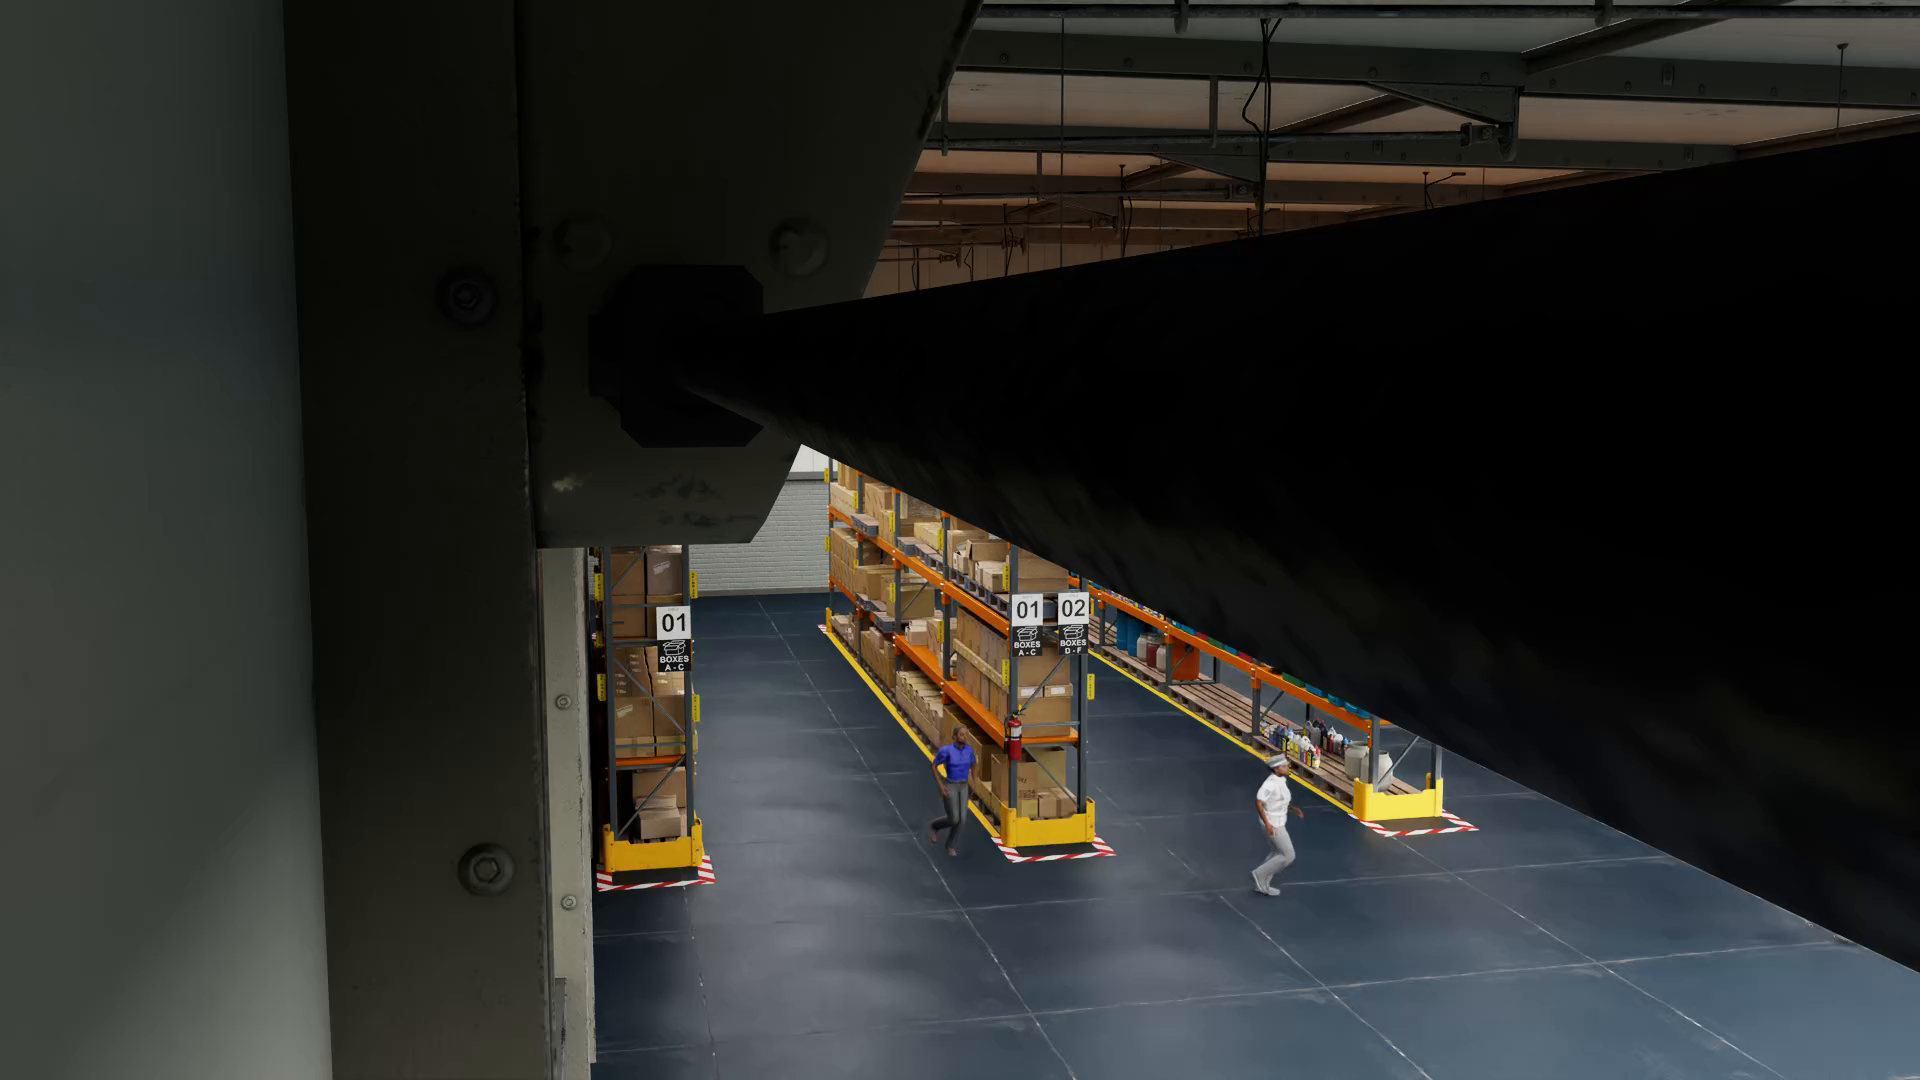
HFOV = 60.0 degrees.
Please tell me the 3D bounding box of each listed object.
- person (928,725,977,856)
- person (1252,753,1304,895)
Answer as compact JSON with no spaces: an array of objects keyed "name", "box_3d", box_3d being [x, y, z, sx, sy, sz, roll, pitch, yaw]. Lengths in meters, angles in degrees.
[{"name":"person","box_3d":[-0.046,3.115,20.709,0.584,1.644,0.550,-5,8,-34]},{"name":"person","box_3d":[3.651,3.253,19.059,0.543,1.666,0.587,2,7,18]}]
